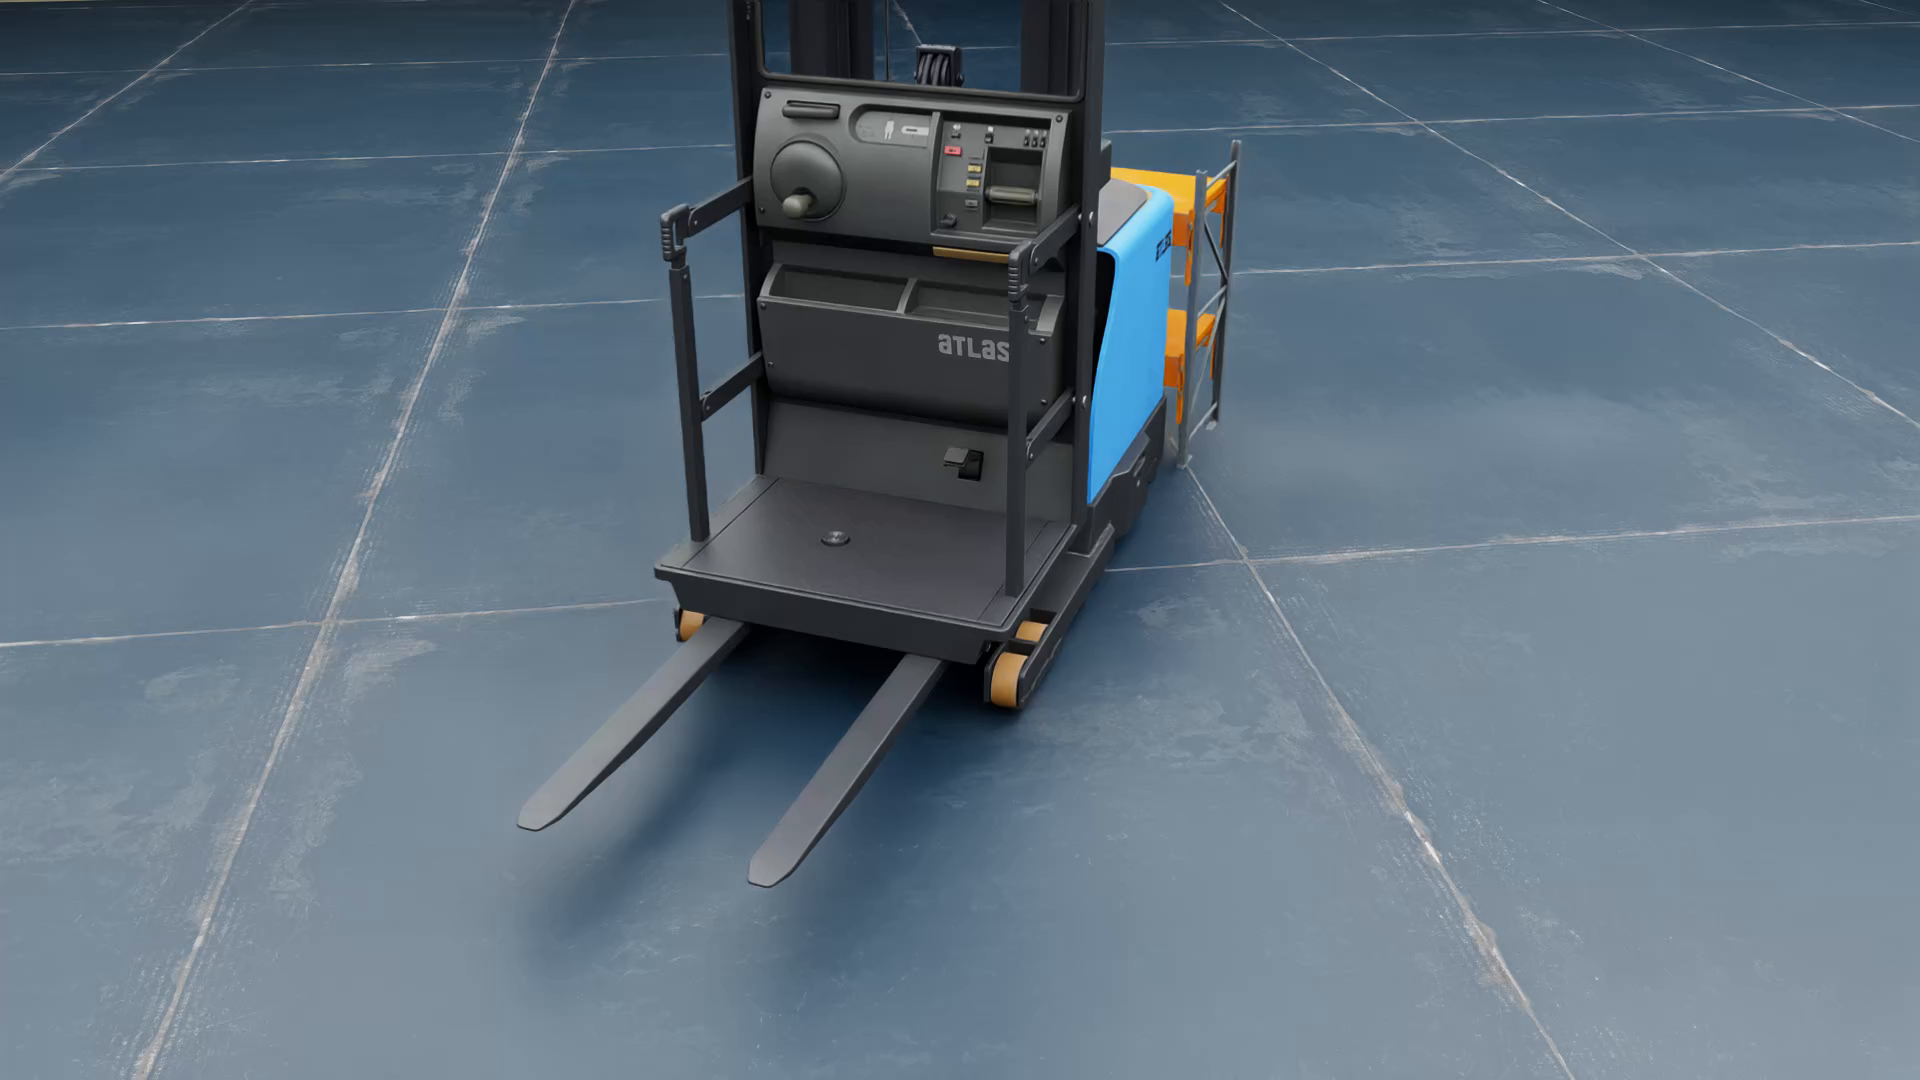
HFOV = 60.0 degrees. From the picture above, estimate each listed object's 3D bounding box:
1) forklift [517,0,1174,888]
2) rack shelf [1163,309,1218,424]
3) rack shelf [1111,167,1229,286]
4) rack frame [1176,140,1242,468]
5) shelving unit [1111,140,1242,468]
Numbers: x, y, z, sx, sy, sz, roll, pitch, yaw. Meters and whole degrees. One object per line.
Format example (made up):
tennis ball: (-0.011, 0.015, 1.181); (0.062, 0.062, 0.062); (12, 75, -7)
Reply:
forklift: (-0.222, -1.026, 4.540); (1.130, 2.935, 3.031); (9, 29, 18)
rack shelf: (0.468, -0.755, 6.525); (1.000, 0.278, 0.538); (11, 29, 21)
rack shelf: (0.468, -1.233, 6.280); (1.000, 0.278, 0.538); (11, 29, 21)
rack frame: (0.933, -0.880, 6.232); (0.032, 1.125, 0.500); (11, 29, 21)
shelving unit: (0.468, -0.973, 6.413); (1.048, 1.125, 0.538); (11, 29, 21)
